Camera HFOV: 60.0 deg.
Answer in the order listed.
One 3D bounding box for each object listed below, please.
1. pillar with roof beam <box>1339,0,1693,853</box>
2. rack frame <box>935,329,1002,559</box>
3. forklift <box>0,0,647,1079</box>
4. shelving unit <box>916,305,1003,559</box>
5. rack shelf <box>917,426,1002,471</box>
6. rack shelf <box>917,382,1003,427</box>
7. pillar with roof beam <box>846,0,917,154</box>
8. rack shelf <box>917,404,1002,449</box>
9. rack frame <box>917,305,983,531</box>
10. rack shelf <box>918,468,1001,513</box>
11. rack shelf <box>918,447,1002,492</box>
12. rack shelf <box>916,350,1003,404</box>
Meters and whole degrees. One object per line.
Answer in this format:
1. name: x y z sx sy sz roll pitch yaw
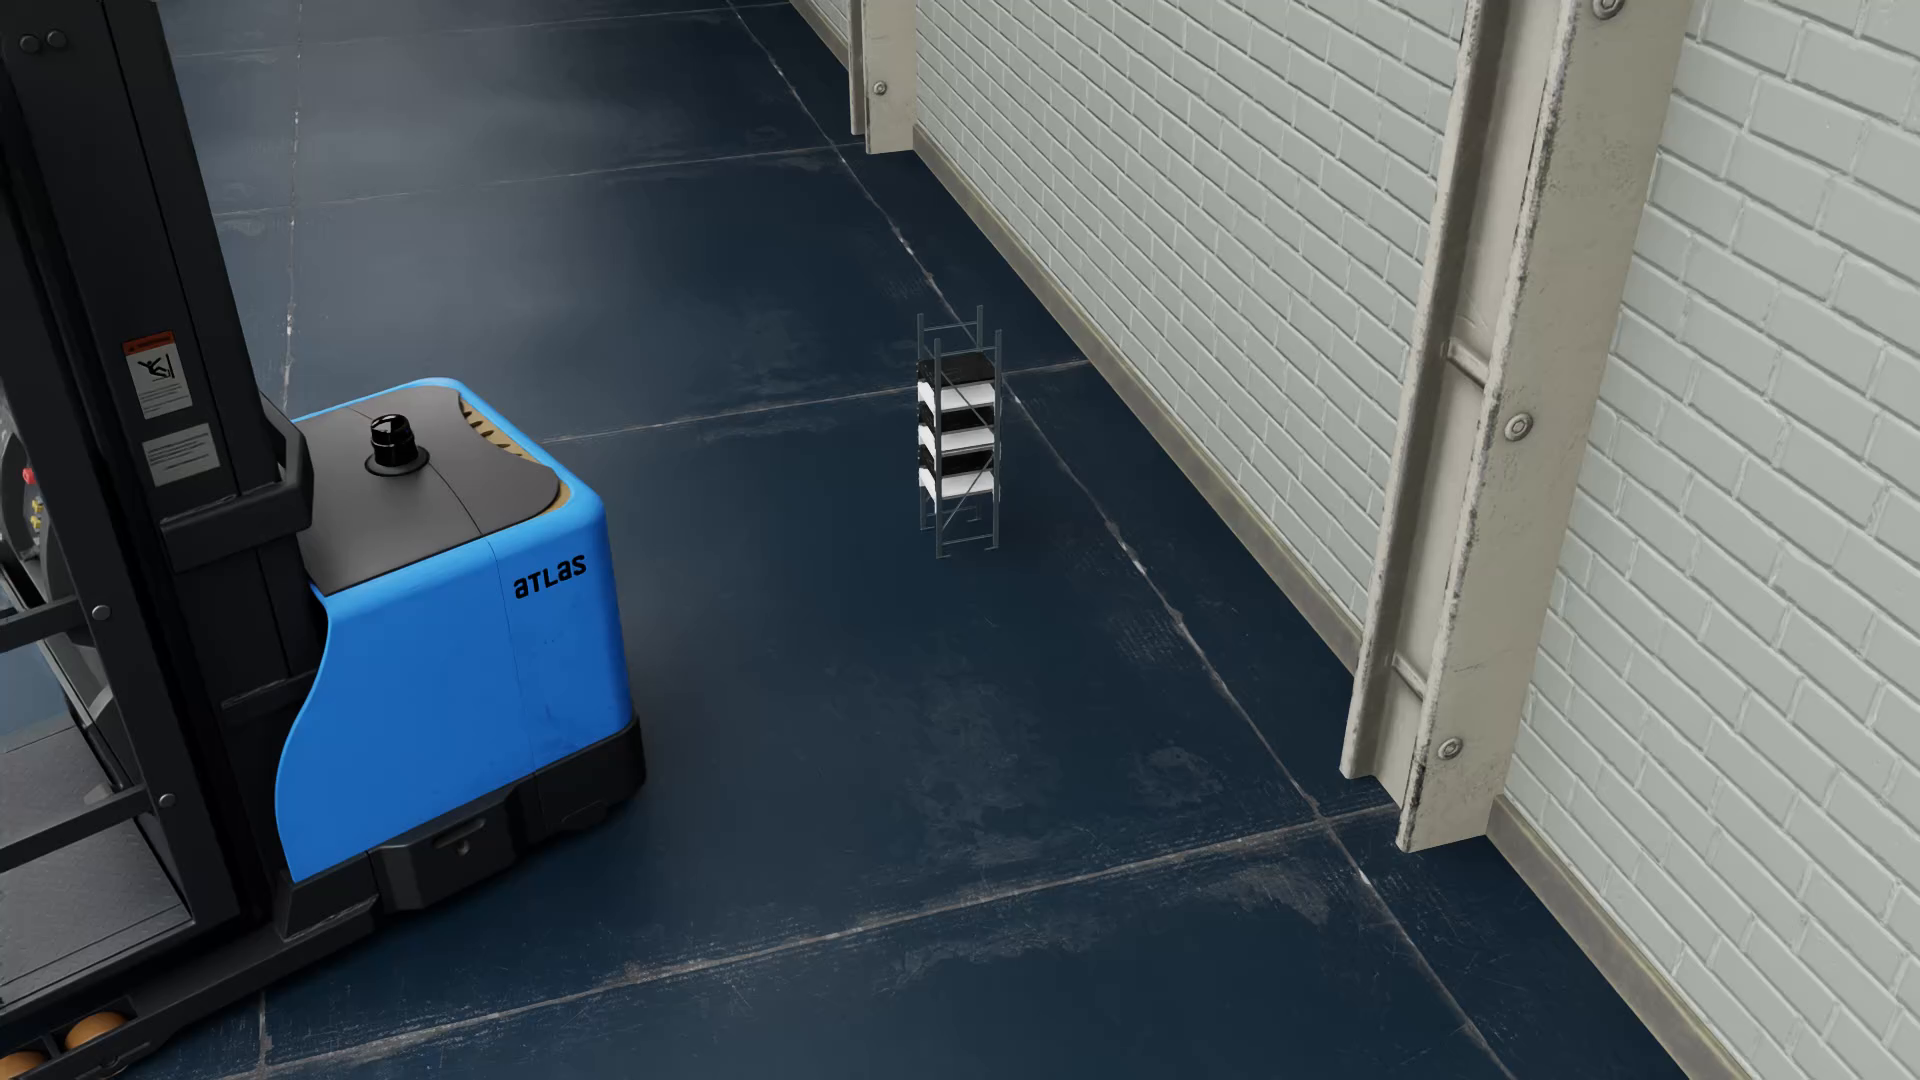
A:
1. pillar with roof beam: -2.715 -2.243 1.482 9.100 9.000 0.400 -10 35 -15
2. rack frame: 0.029 -0.326 5.928 0.240 0.900 0.006 -10 35 -15
3. forklift: -2.407 -0.125 3.781 3.031 2.935 1.130 -25 41 -32
4. shelving unit: -0.002 -0.380 6.008 0.258 0.900 0.210 -10 35 -15
5. rack shelf: -0.002 -0.352 6.027 0.258 0.077 0.200 -10 35 -15
6. rack shelf: -0.002 -0.502 5.928 0.258 0.077 0.200 -10 35 -15
7. pillar with roof beam: -4.545 -5.394 6.250 9.100 9.000 0.400 -10 35 -15
8. rack shelf: -0.002 -0.427 5.977 0.258 0.077 0.200 -10 35 -15
9. rack frame: -0.033 -0.433 6.089 0.240 0.900 0.006 -10 35 -15
10. rack shelf: -0.002 -0.202 6.126 0.258 0.077 0.200 -10 35 -15
11. rack shelf: -0.002 -0.277 6.076 0.258 0.077 0.200 -10 35 -15
12. rack shelf: -0.002 -0.577 5.878 0.258 0.077 0.200 -10 35 -15
